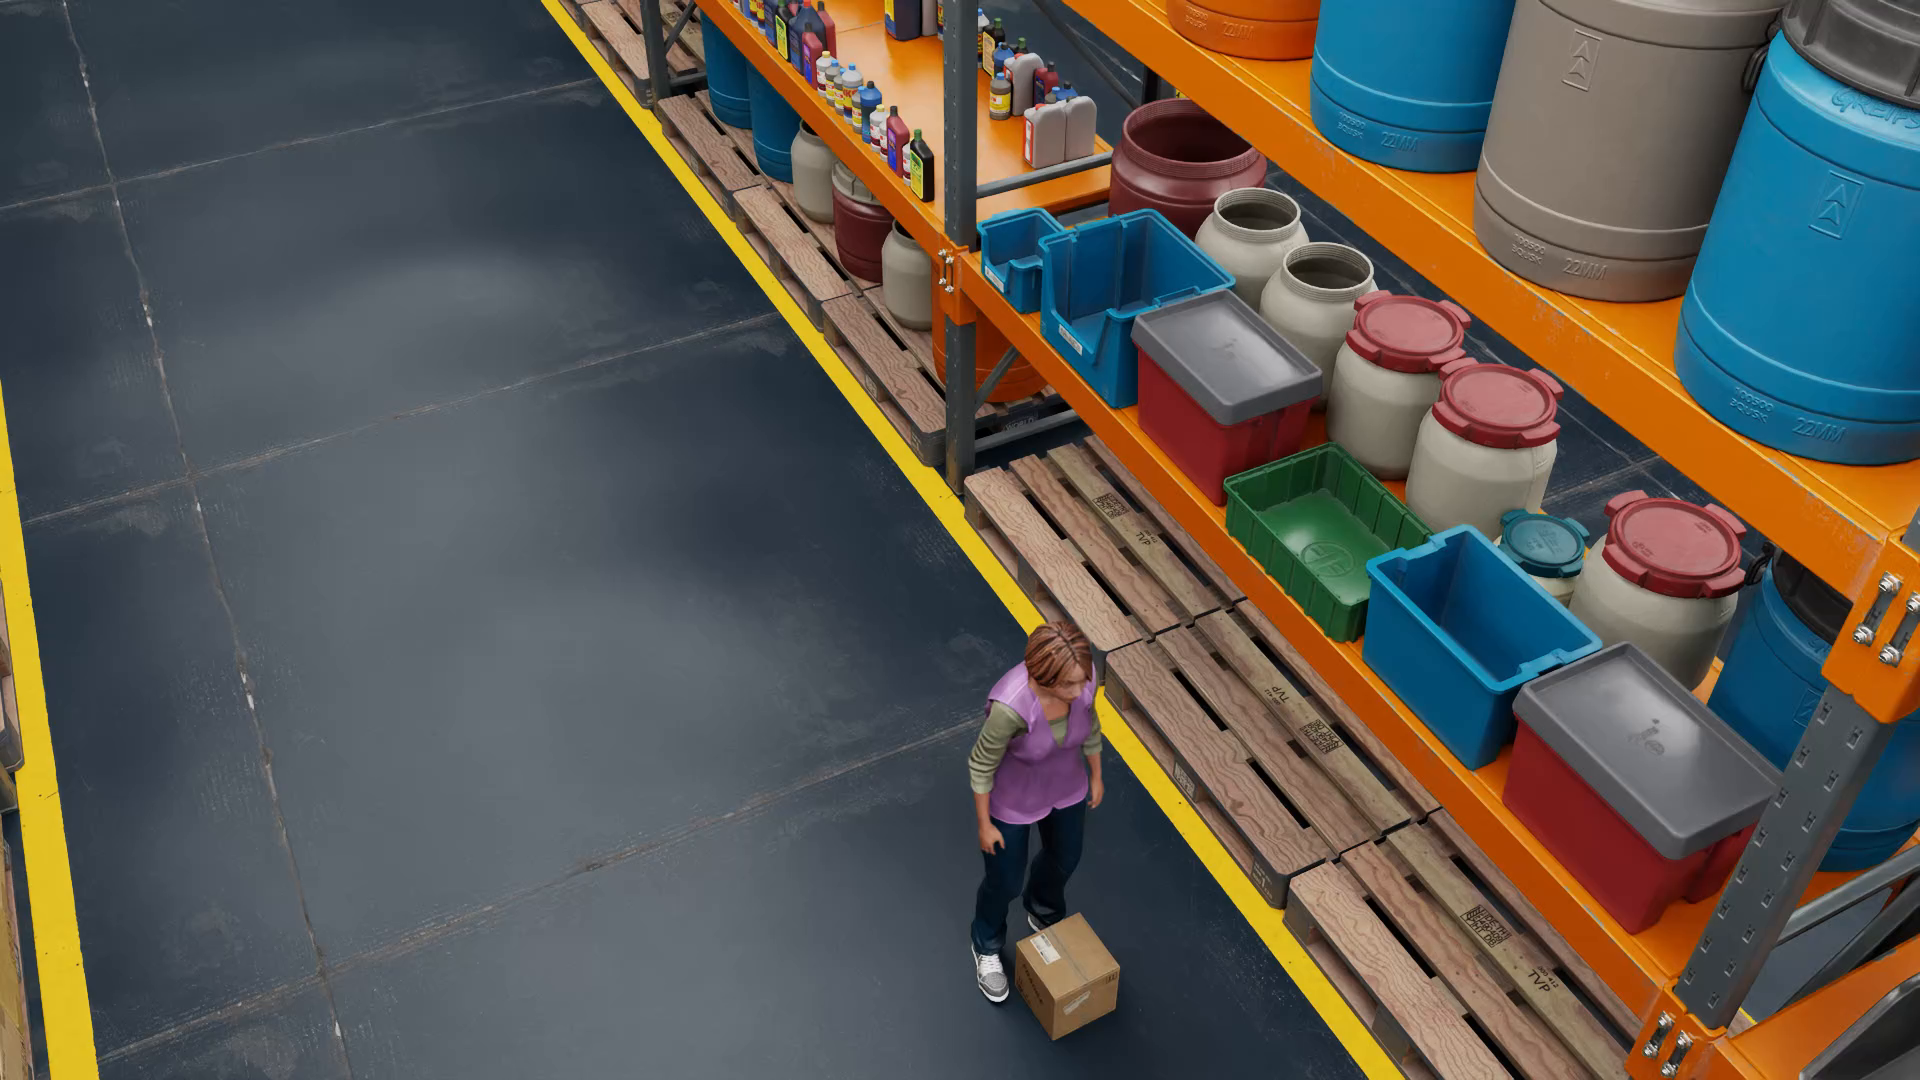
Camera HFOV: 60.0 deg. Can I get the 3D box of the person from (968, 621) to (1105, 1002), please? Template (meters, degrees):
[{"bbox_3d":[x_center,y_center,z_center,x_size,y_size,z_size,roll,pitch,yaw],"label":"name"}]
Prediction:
[{"bbox_3d":[0.242,0.823,5.257,0.477,1.582,0.347,-20,46,-21],"label":"person"}]
